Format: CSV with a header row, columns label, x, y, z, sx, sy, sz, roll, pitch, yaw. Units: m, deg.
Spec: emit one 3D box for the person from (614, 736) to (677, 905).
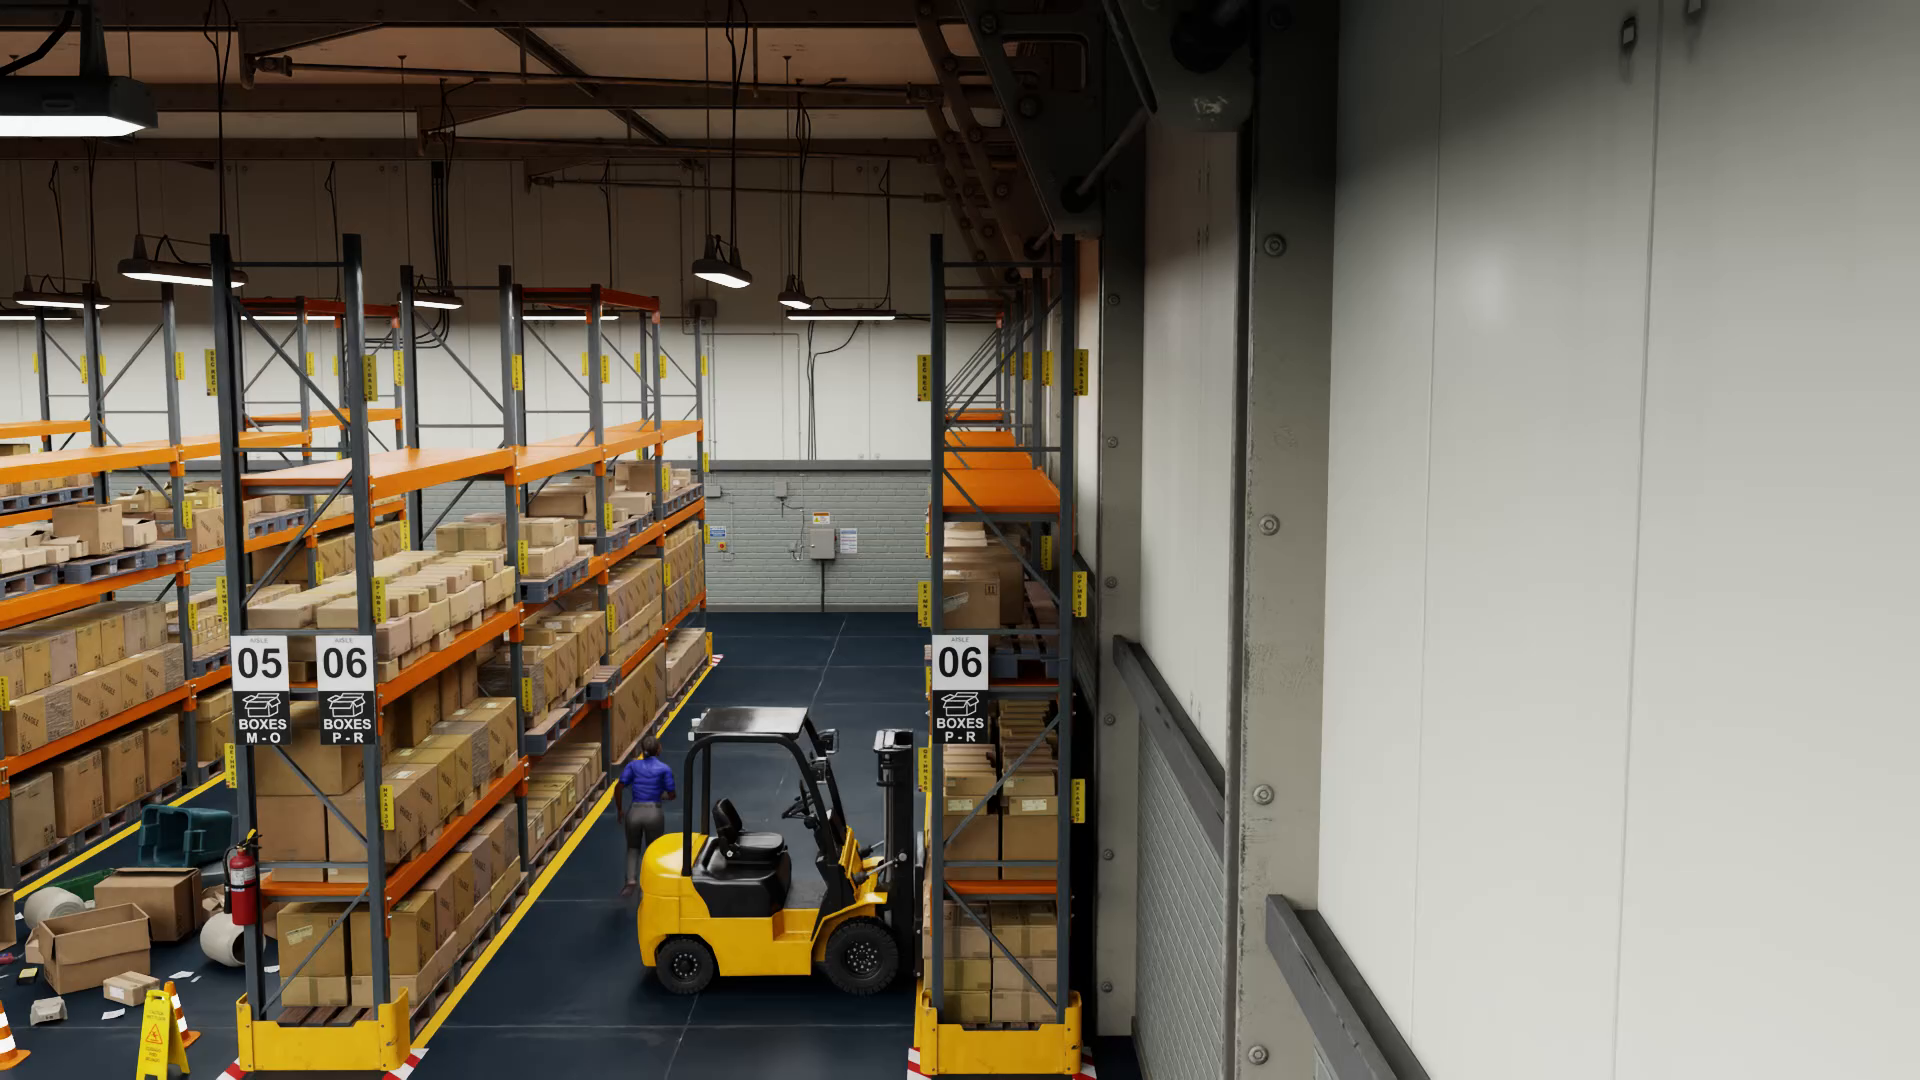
label,x,y,z,sx,sy,sz,roll,pitch,yaw
person,-2.999,2.651,15.906,0.578,1.553,0.720,0,6,2
